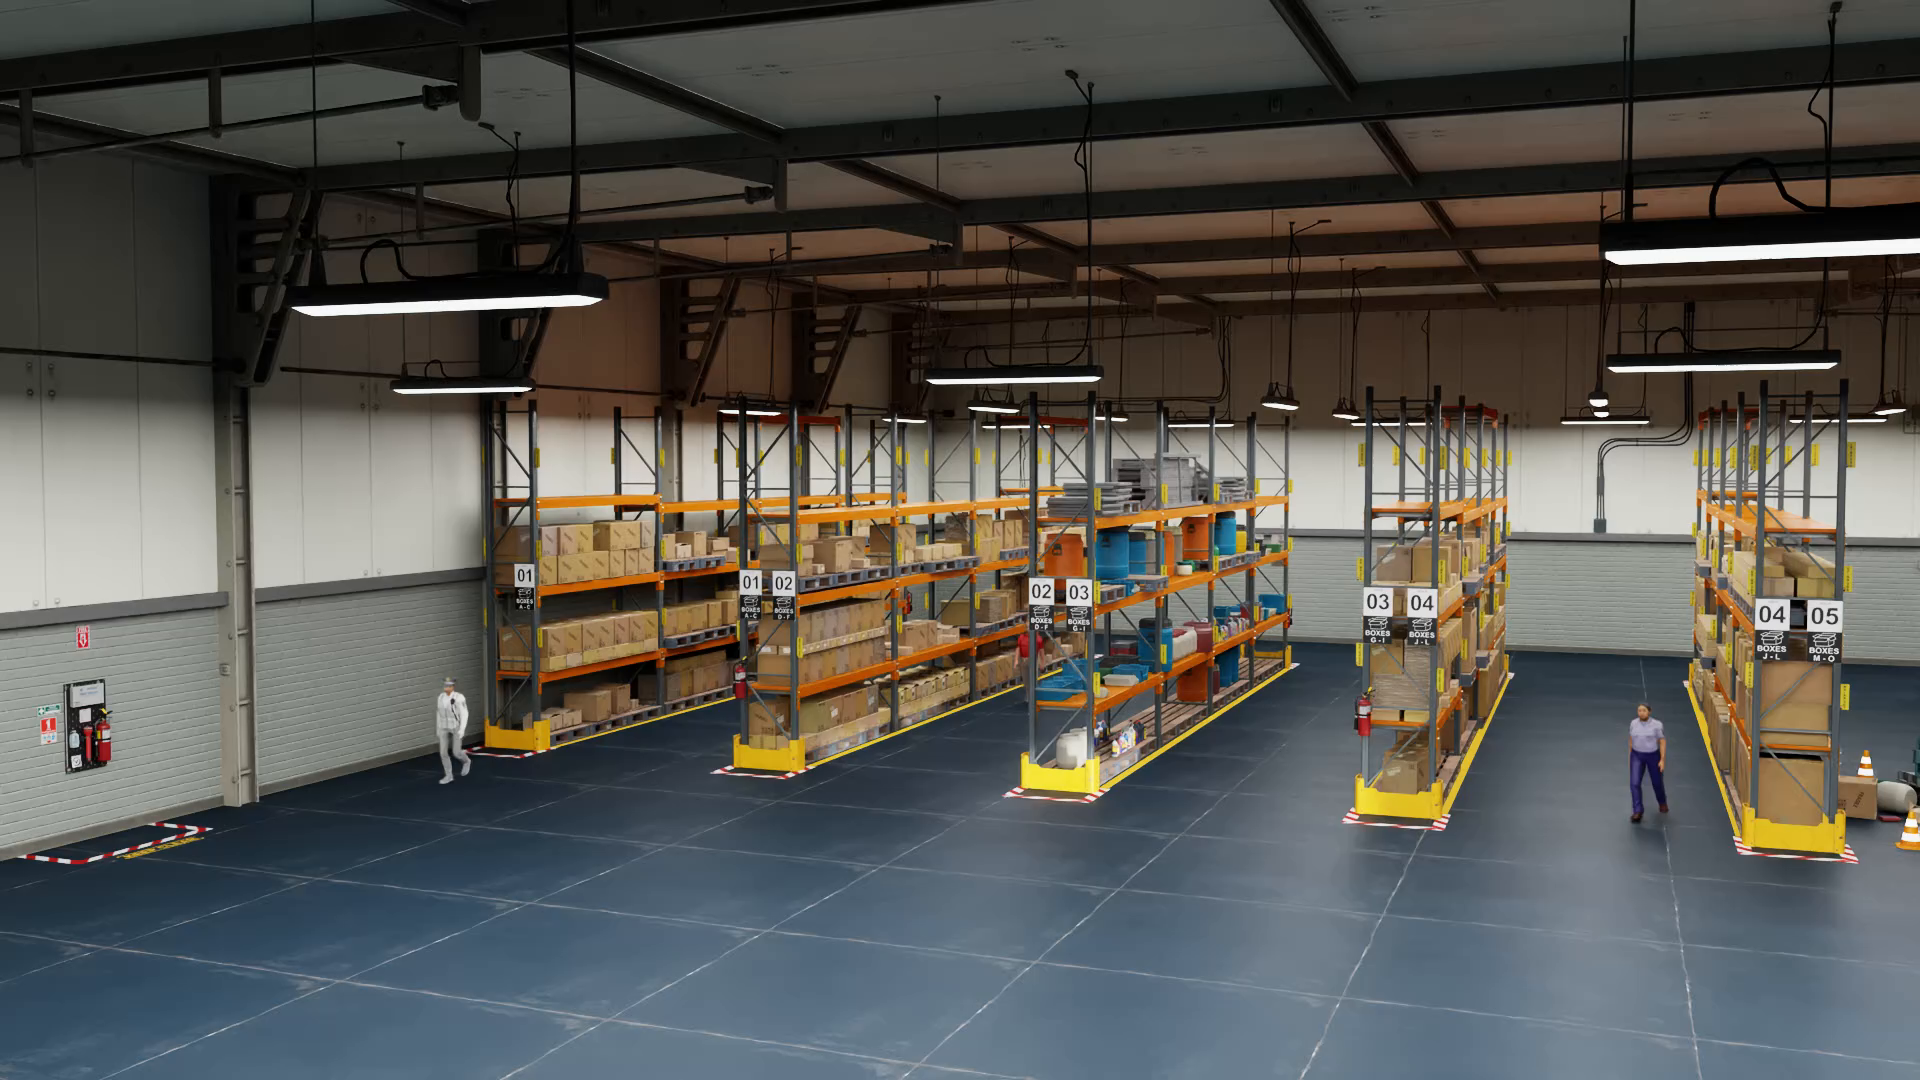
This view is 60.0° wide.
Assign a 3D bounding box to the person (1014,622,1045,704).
[{"bbox_3d":[1.357,2.494,33.553,0.547,1.664,1.085,1,3,23],"label":"person"}]

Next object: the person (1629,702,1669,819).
[{"bbox_3d":[9.583,3.051,23.163,0.504,1.618,0.832,2,3,36],"label":"person"}]

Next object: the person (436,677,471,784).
[{"bbox_3d":[-7.846,2.917,25.753,0.547,1.654,0.547,1,3,10],"label":"person"}]
